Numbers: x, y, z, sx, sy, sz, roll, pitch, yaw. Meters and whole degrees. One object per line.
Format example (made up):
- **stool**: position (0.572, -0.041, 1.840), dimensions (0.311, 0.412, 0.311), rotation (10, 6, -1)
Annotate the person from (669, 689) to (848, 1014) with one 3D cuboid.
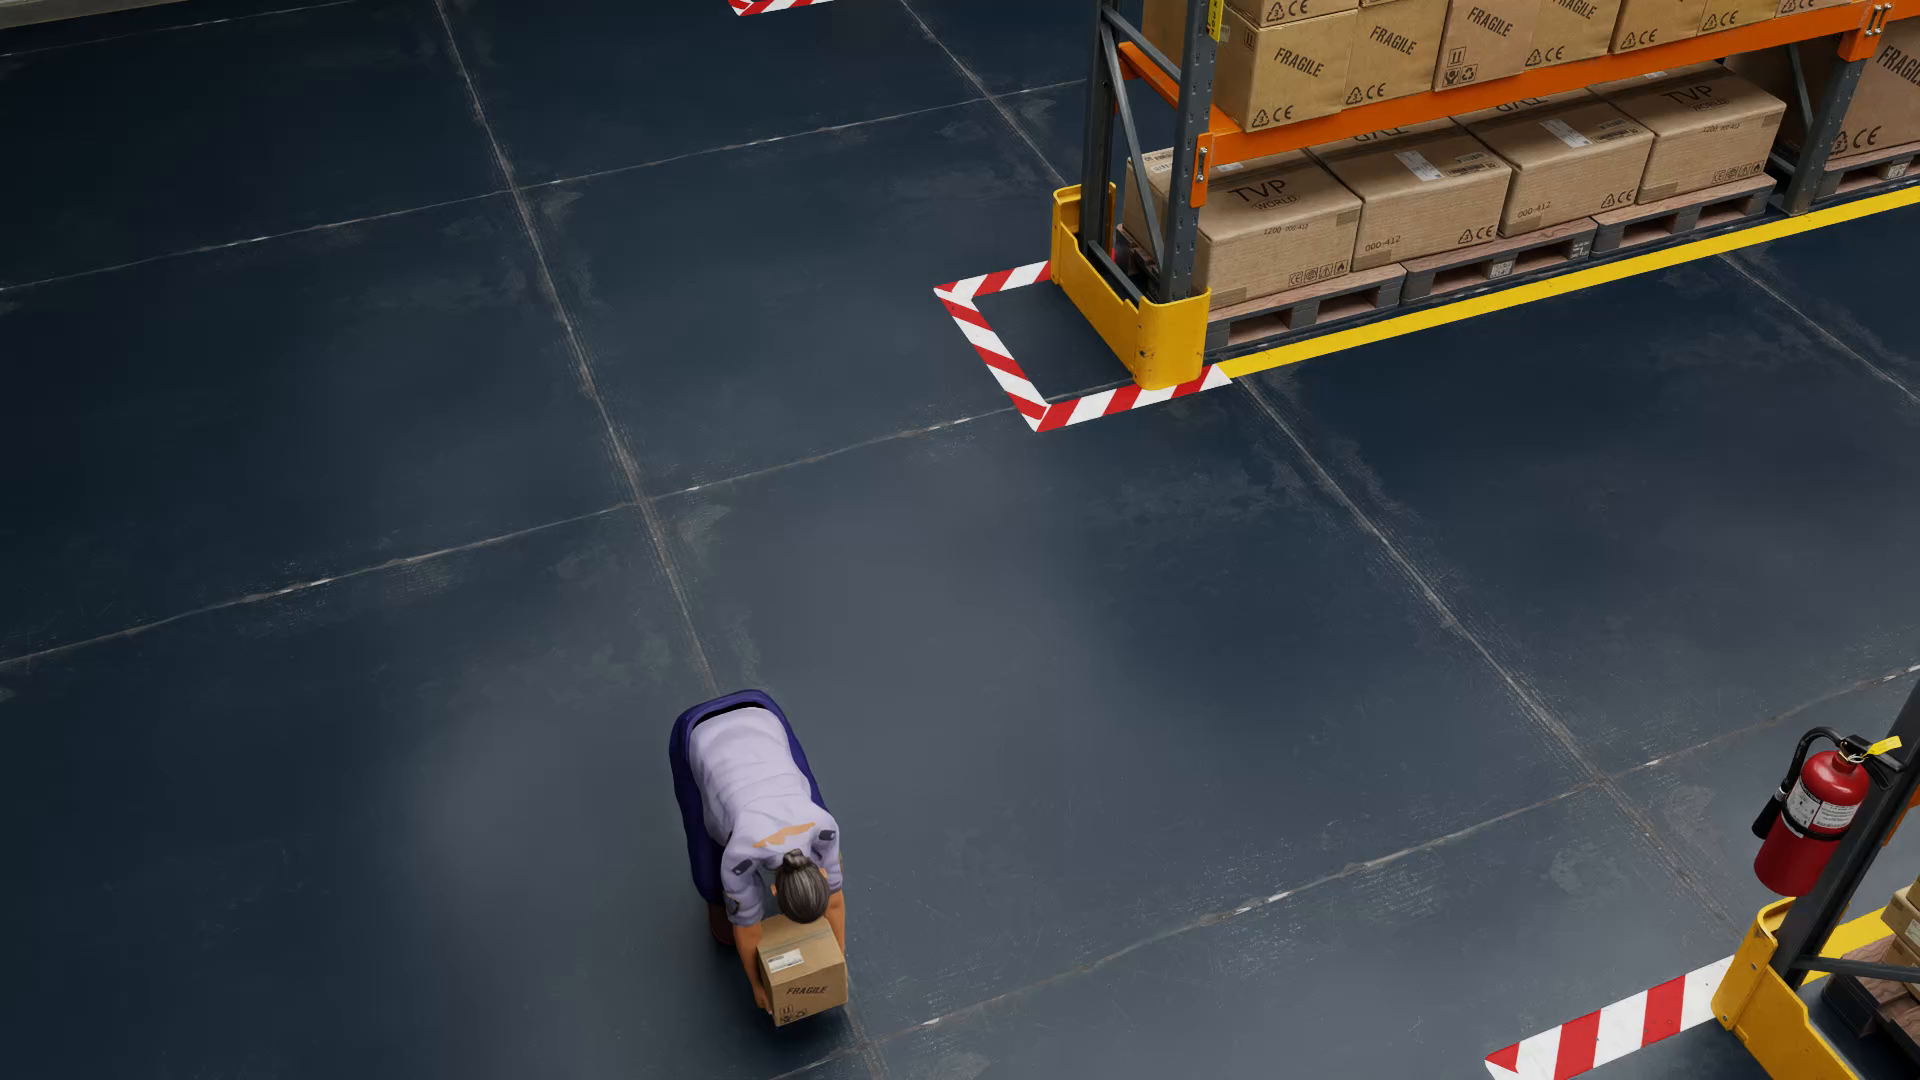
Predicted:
- **person**: position (-0.634, 1.059, 5.532), dimensions (0.505, 0.933, 0.905), rotation (-17, 45, -18)
